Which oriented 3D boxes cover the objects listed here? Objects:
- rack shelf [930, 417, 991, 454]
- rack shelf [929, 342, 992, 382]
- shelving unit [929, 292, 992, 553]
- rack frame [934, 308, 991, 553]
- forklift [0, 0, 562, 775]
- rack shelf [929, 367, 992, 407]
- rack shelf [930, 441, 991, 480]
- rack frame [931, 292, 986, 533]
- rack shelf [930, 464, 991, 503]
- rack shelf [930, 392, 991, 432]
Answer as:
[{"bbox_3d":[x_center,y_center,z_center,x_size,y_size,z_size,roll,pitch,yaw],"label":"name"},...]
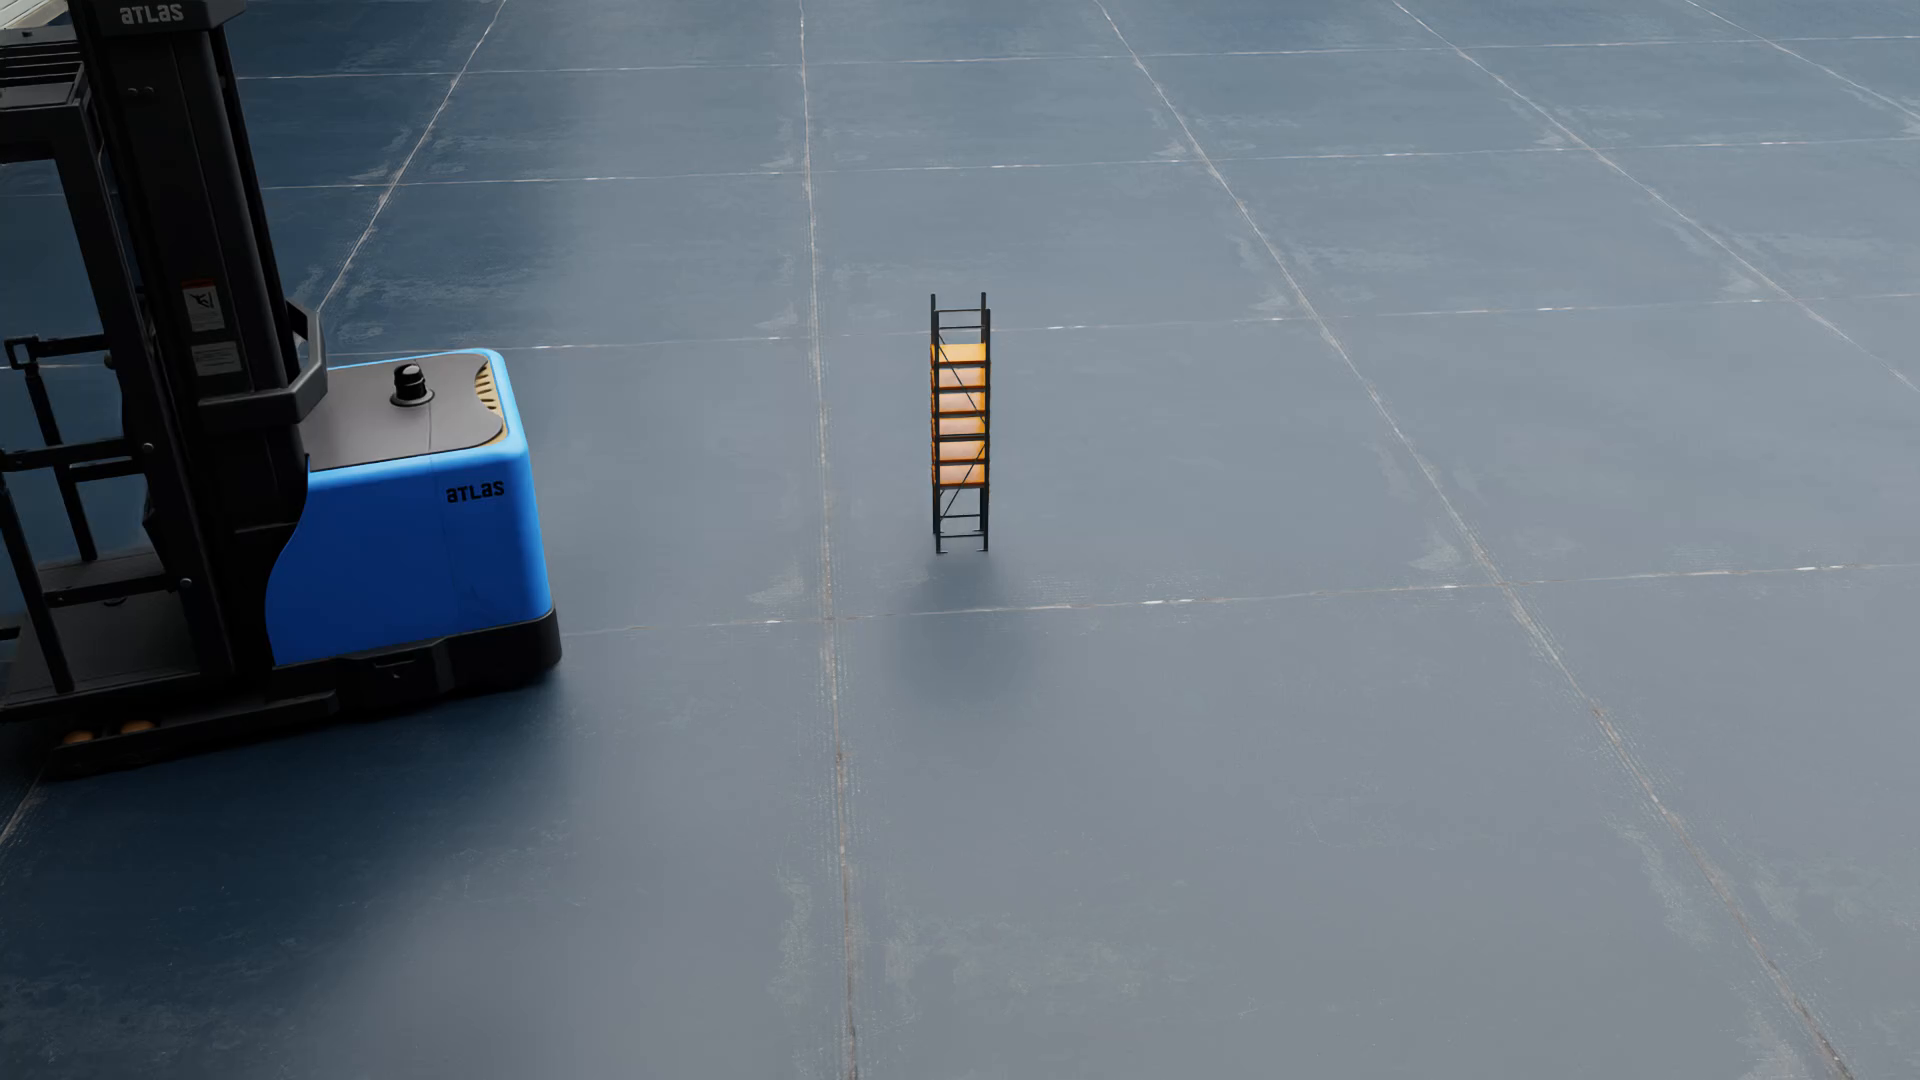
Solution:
[{"bbox_3d":[0.001,-0.470,7.453,0.258,0.103,0.180,-3,31,-5],"label":"rack shelf"},{"bbox_3d":[0.001,-0.779,7.268,0.258,0.103,0.180,-3,31,-5],"label":"rack shelf"},{"bbox_3d":[0.001,-0.508,7.430,0.258,1.200,0.189,-3,31,-5],"label":"shelving unit"},{"bbox_3d":[0.010,-0.461,7.352,0.240,1.200,0.006,-3,31,-5],"label":"rack frame"},{"bbox_3d":[-3.204,-0.680,6.029,3.031,2.935,1.130,-10,32,-17],"label":"forklift"},{"bbox_3d":[0.001,-0.676,7.330,0.258,0.103,0.180,-3,31,-5],"label":"rack shelf"},{"bbox_3d":[0.001,-0.367,7.514,0.258,0.103,0.180,-3,31,-5],"label":"rack shelf"},{"bbox_3d":[-0.007,-0.554,7.508,0.240,1.200,0.006,-3,31,-5],"label":"rack frame"},{"bbox_3d":[0.001,-0.264,7.576,0.258,0.103,0.180,-3,31,-5],"label":"rack shelf"},{"bbox_3d":[0.001,-0.573,7.391,0.258,0.103,0.180,-3,31,-5],"label":"rack shelf"}]
